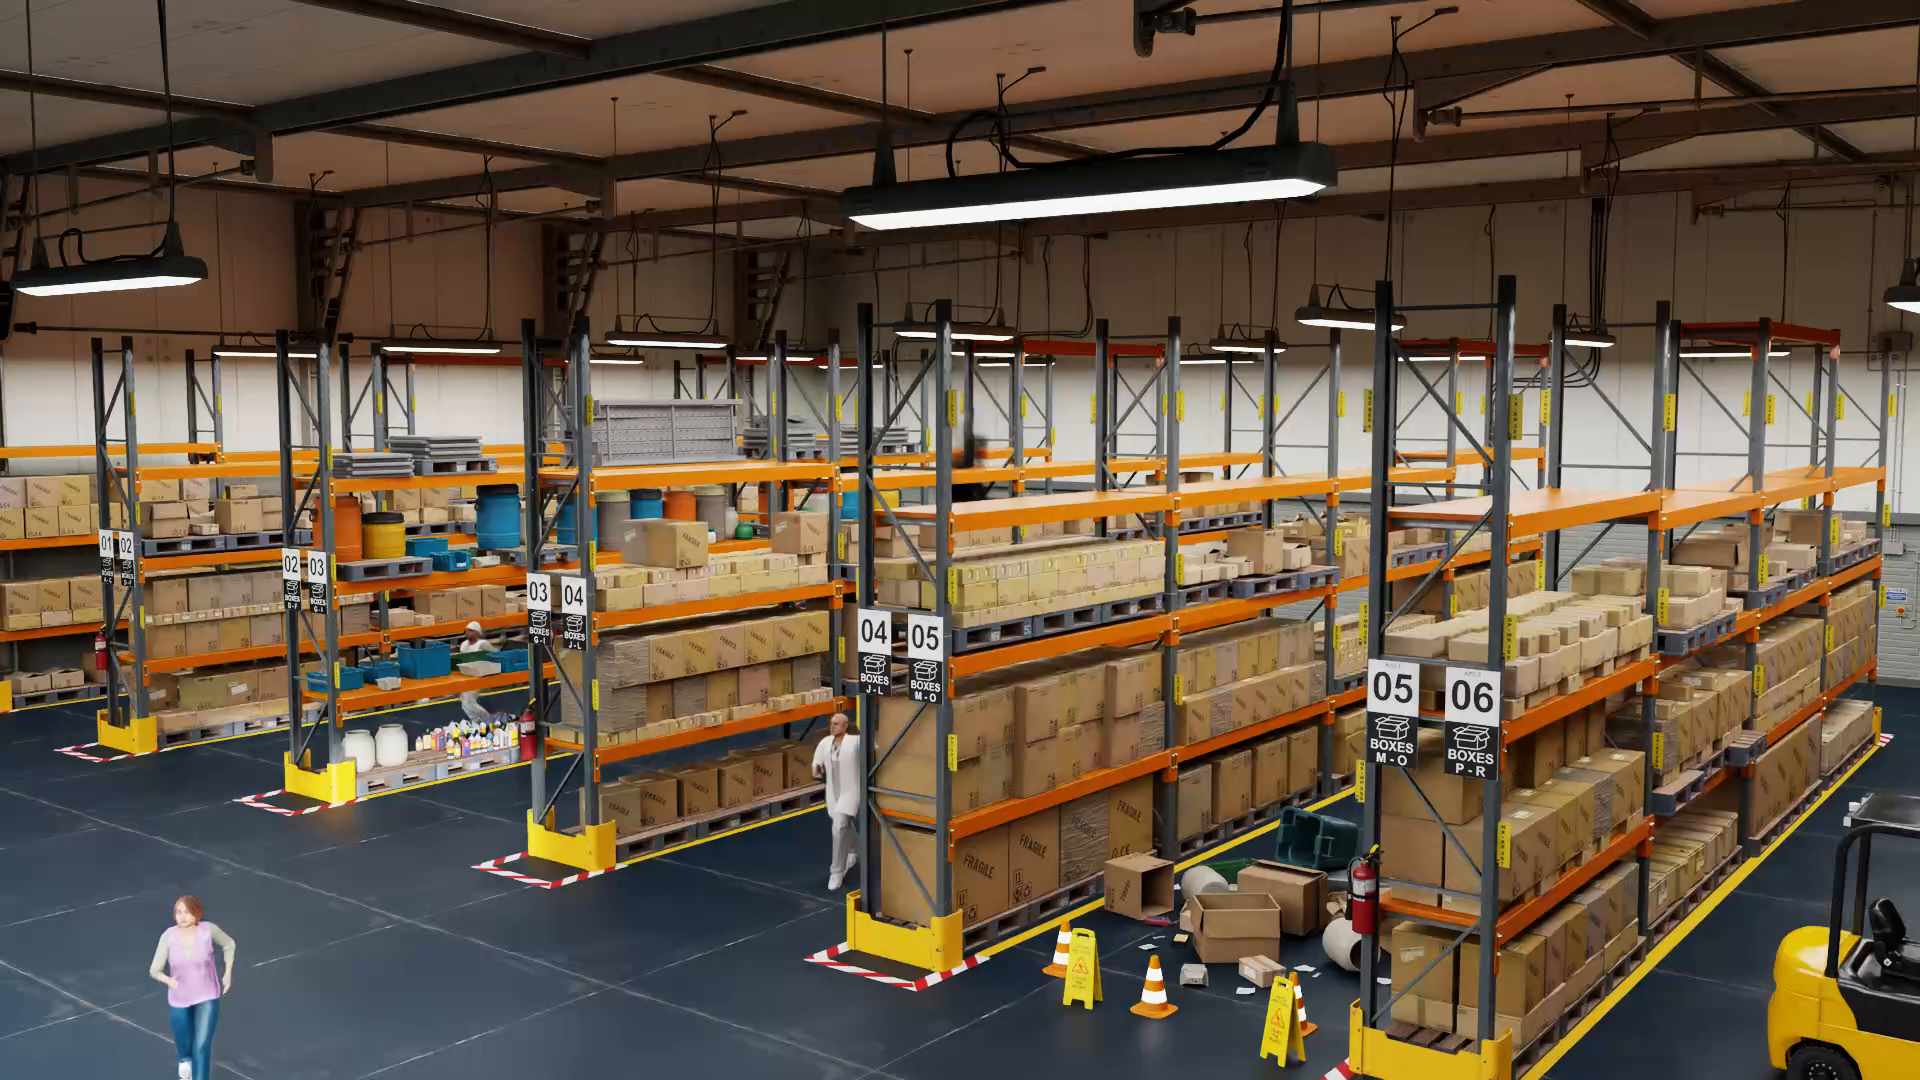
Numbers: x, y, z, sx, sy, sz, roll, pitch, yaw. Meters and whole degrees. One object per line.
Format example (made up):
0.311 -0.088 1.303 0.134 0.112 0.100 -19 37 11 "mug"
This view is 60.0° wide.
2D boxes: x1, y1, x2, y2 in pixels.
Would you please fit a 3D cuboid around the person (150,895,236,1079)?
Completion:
-5.527 3.325 12.016 0.551 1.606 0.886 -2 5 -17 "person"

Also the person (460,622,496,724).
-7.395 2.105 25.093 0.656 1.737 0.589 3 6 35 "person"

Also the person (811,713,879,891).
-1.199 2.744 17.707 0.731 1.836 0.988 3 6 31 "person"

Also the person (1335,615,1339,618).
6.226 2.011 27.038 0.697 1.681 1.013 3 6 33 "person"
